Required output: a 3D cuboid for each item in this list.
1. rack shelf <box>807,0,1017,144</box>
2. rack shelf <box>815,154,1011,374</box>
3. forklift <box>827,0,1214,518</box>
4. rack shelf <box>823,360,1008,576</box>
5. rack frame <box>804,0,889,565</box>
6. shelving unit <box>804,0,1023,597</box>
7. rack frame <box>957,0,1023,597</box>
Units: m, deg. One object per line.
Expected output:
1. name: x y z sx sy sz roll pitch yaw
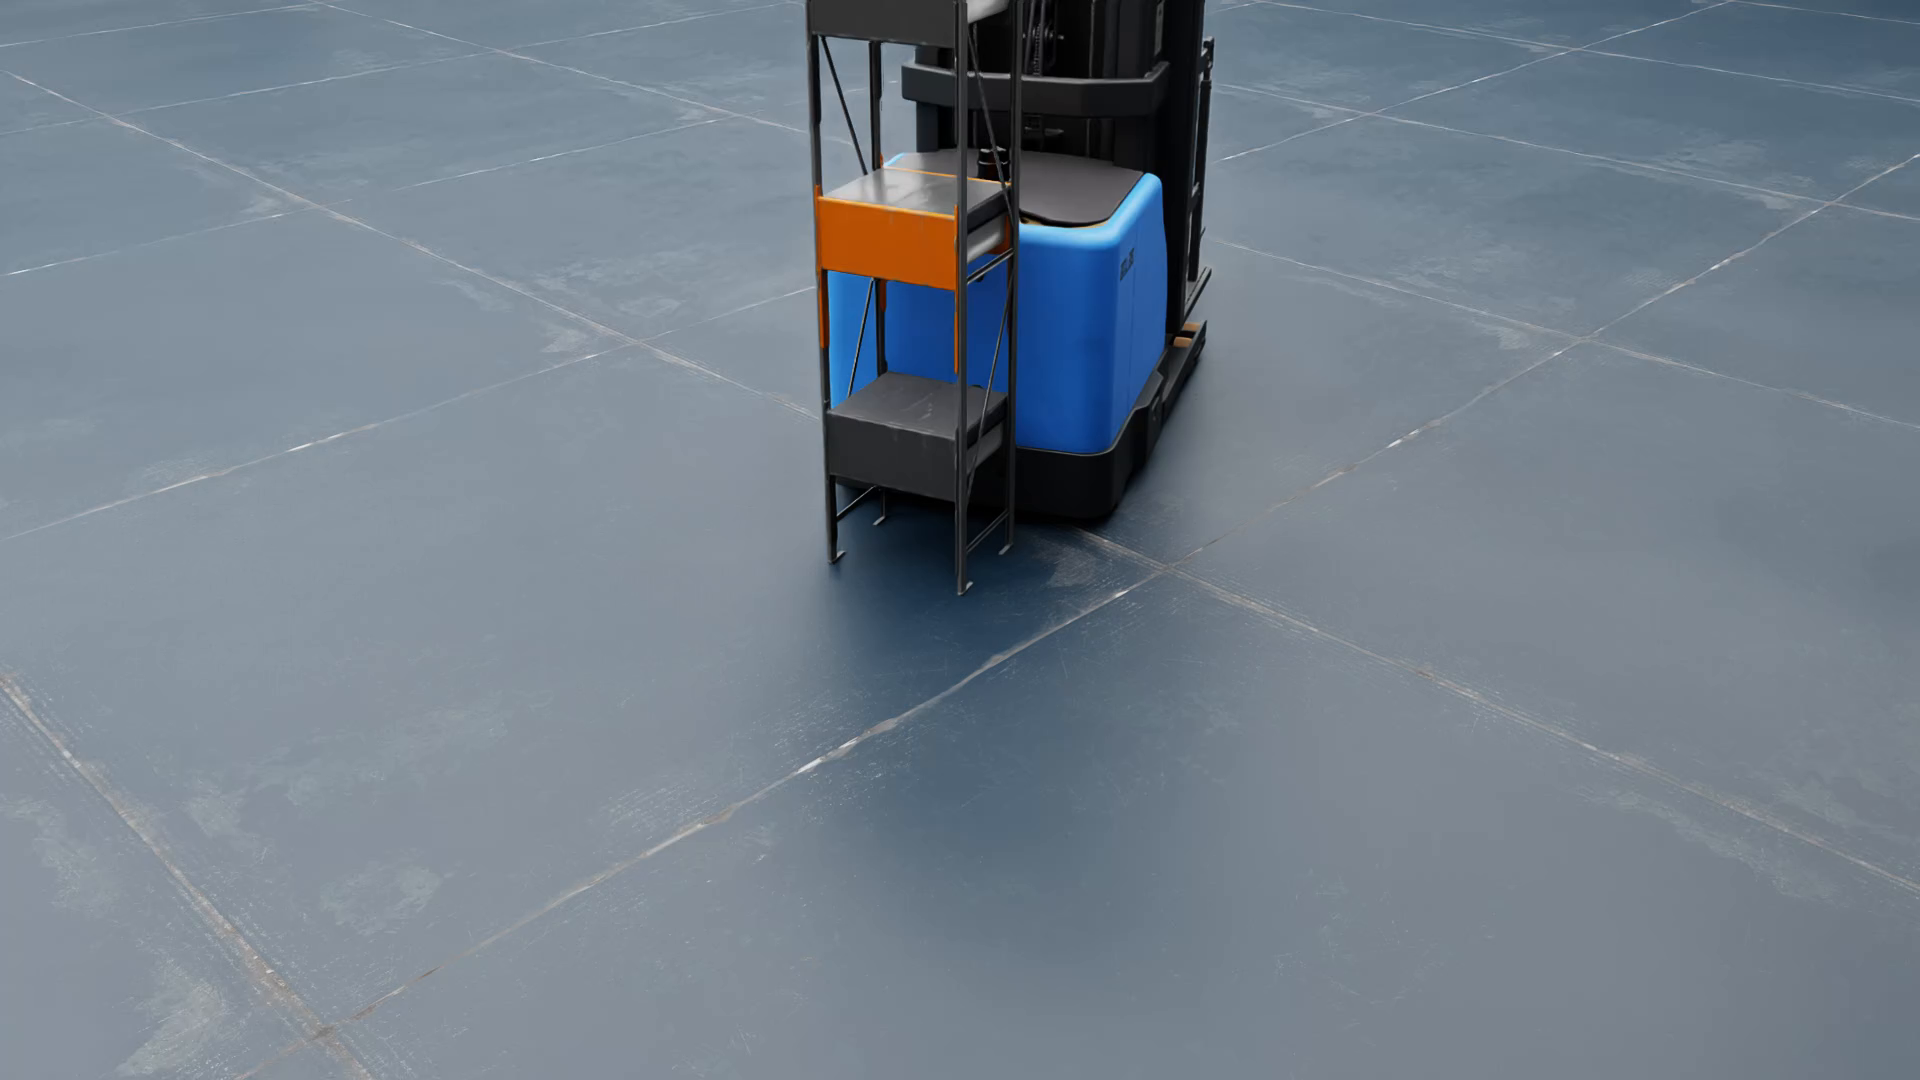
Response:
1. rack shelf: -0.130 -1.486 4.846 0.480 0.518 0.431 13 30 23
2. rack shelf: -0.130 -0.867 5.171 0.480 0.518 0.431 13 30 23
3. forklift: 0.443 -2.040 6.480 1.130 2.935 3.031 8 29 15
4. rack shelf: -0.130 -0.247 5.497 0.480 0.518 0.431 13 30 23
5. rack frame: -0.348 -0.930 5.262 0.015 2.100 0.400 13 30 23
6. shelving unit: -0.130 -0.879 5.165 0.503 2.100 0.431 13 30 23
7. rack frame: 0.088 -0.828 5.068 0.015 2.100 0.400 13 30 23
